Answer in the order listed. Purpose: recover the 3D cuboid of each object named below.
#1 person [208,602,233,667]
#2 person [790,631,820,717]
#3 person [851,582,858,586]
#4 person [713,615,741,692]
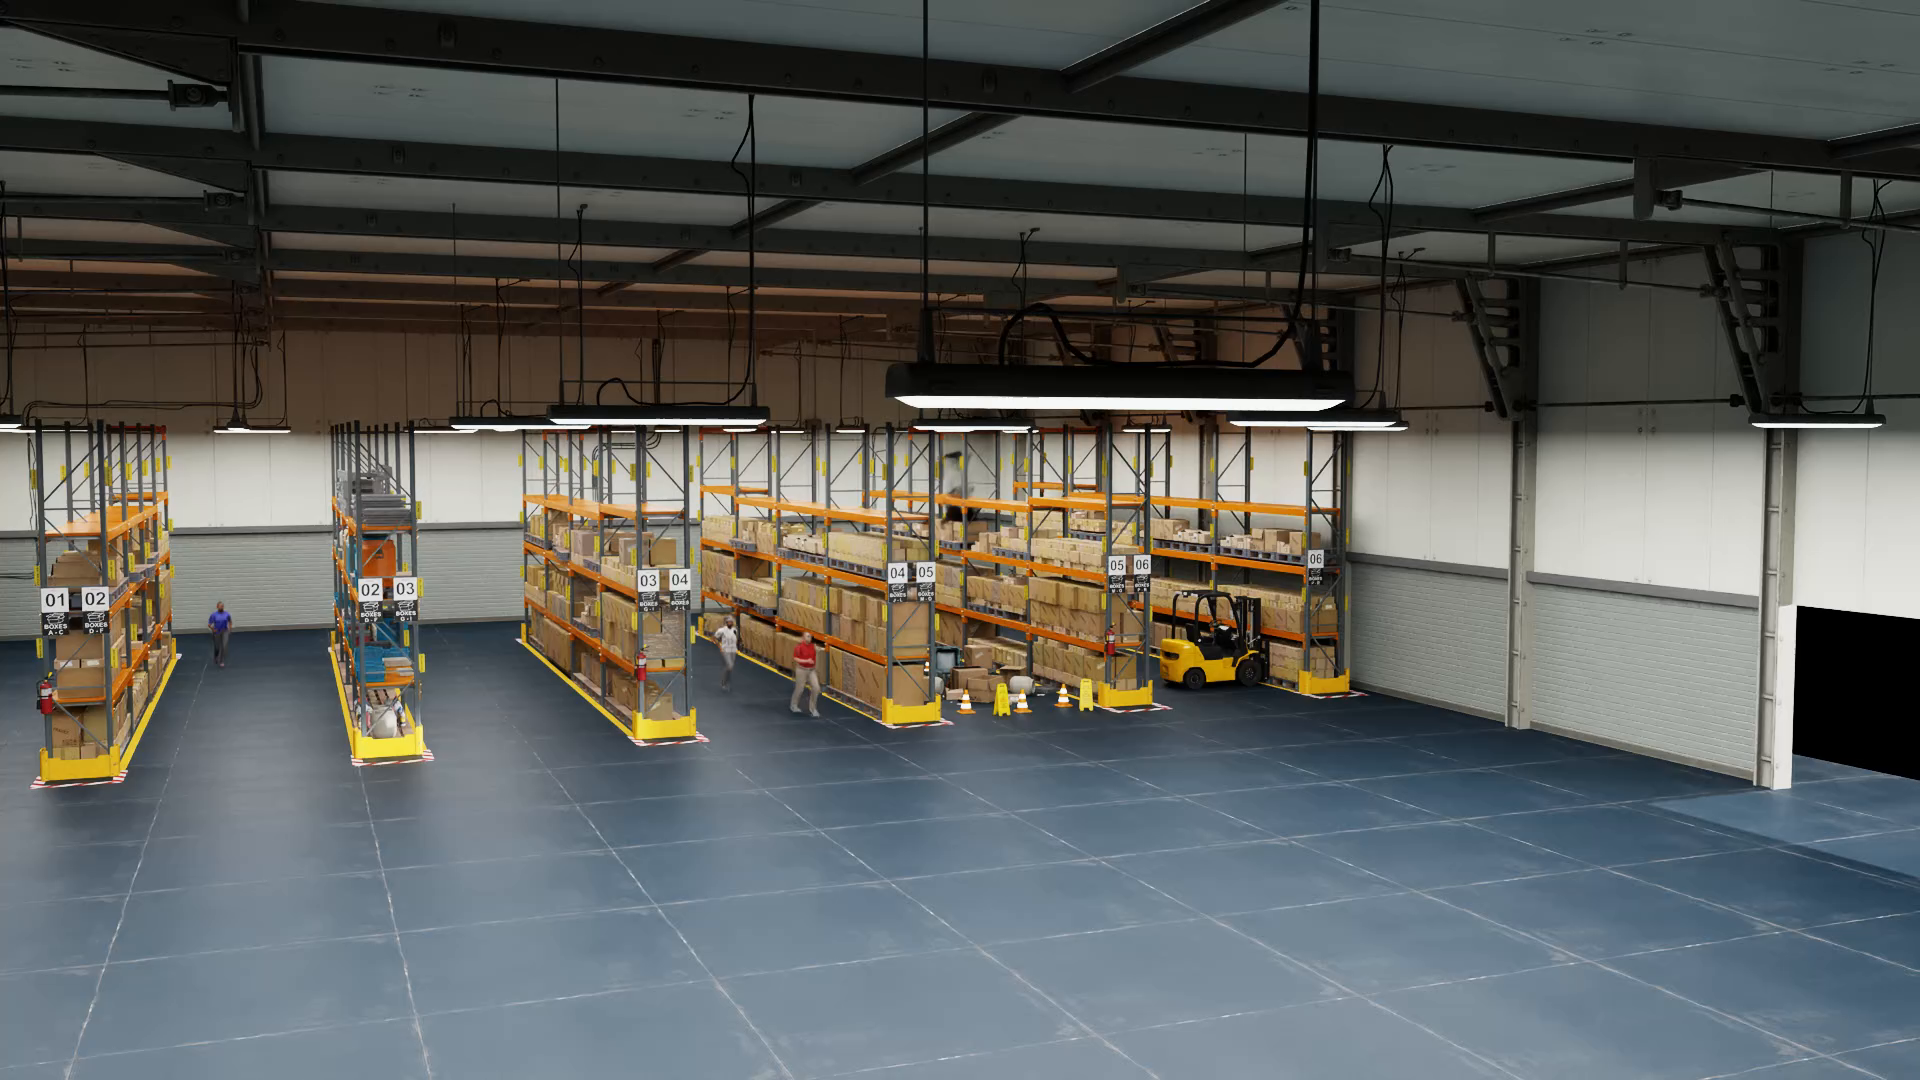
[{"bbox_3d":[-18.340,2.339,41.276,0.562,1.609,0.589,-2,4,-32],"label":"person"},{"bbox_3d":[-3.172,2.749,34.032,0.599,1.787,0.852,-3,5,-38],"label":"person"},{"bbox_3d":[-2.761,2.037,45.273,0.679,1.750,0.940,-2,4,-35],"label":"person"},{"bbox_3d":[-5.200,2.554,37.395,0.551,1.733,0.719,-3,5,-44],"label":"person"}]
